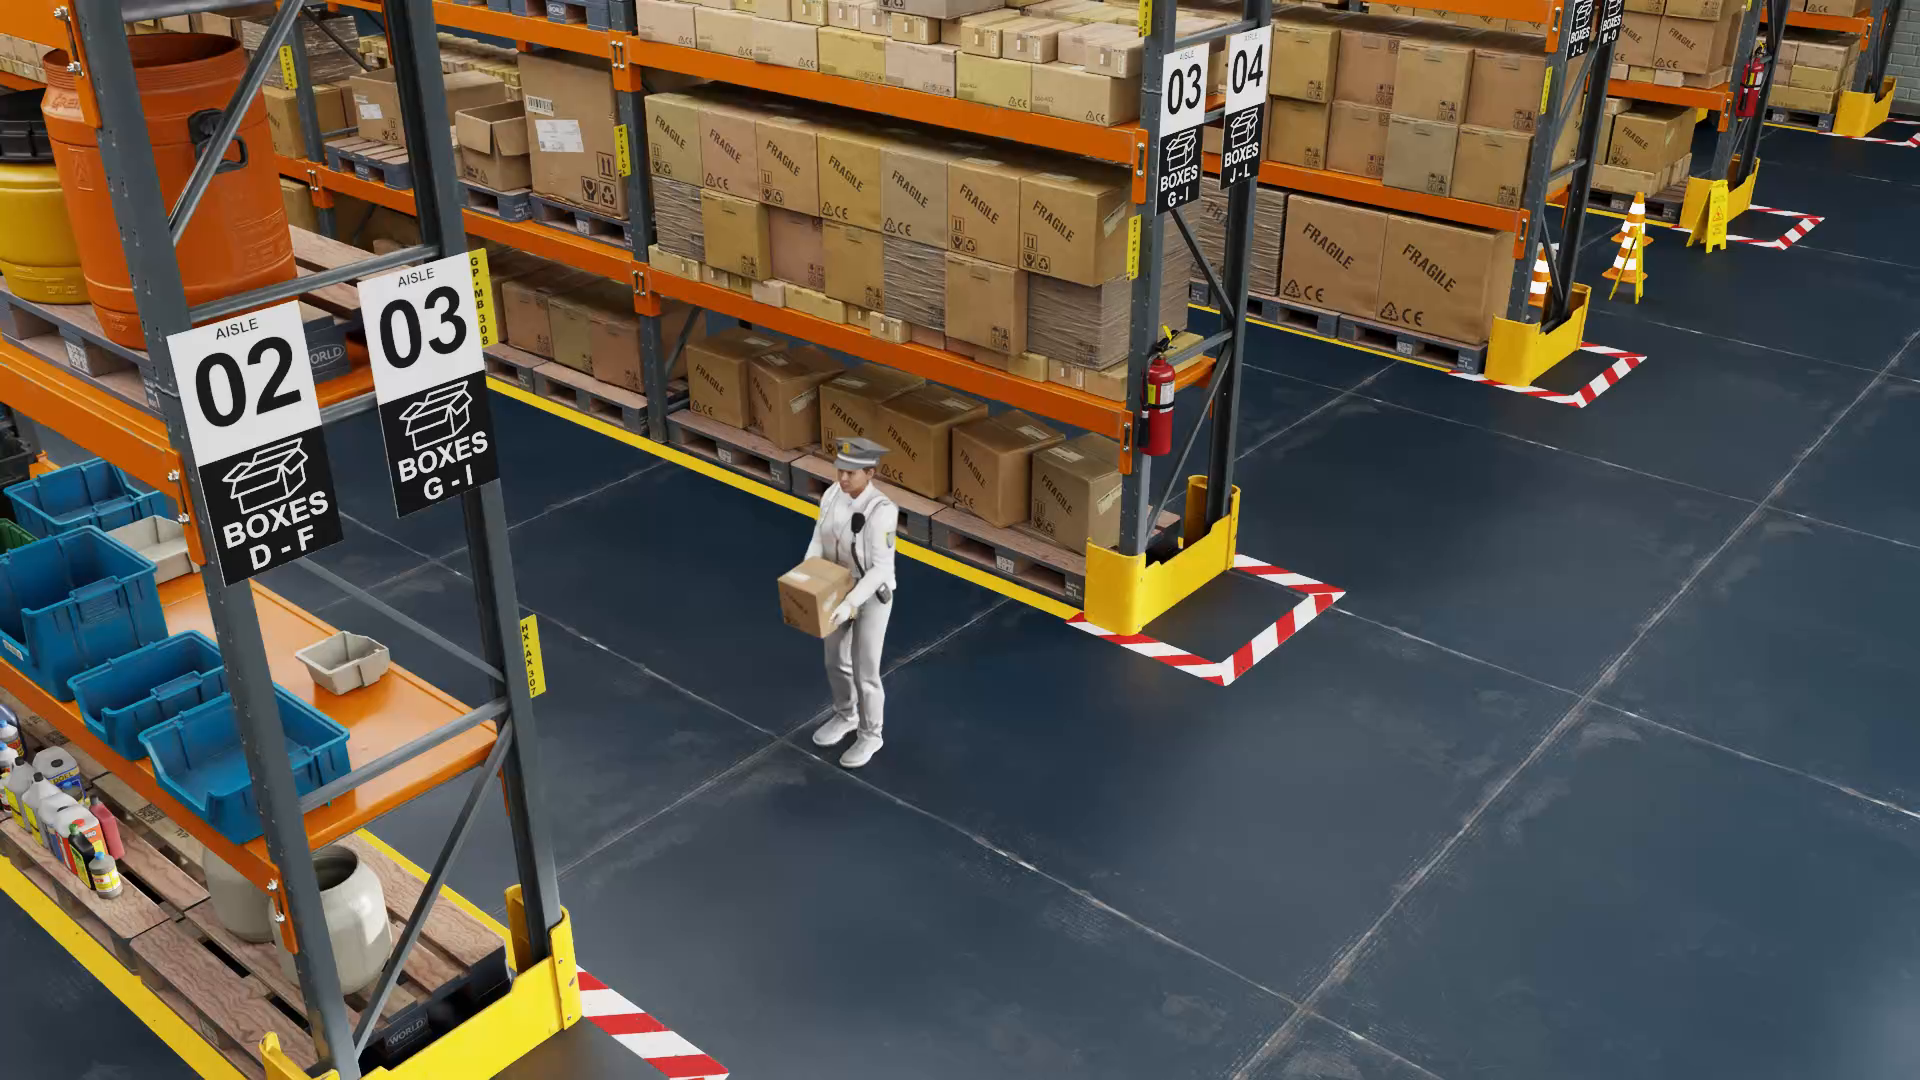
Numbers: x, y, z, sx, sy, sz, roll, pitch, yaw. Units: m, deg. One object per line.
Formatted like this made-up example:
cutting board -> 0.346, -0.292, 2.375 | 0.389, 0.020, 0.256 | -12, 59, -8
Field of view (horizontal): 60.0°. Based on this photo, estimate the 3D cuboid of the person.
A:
person -> -0.549, 0.299, 8.011 | 0.486, 1.692, 0.503 | 21, 34, 34
